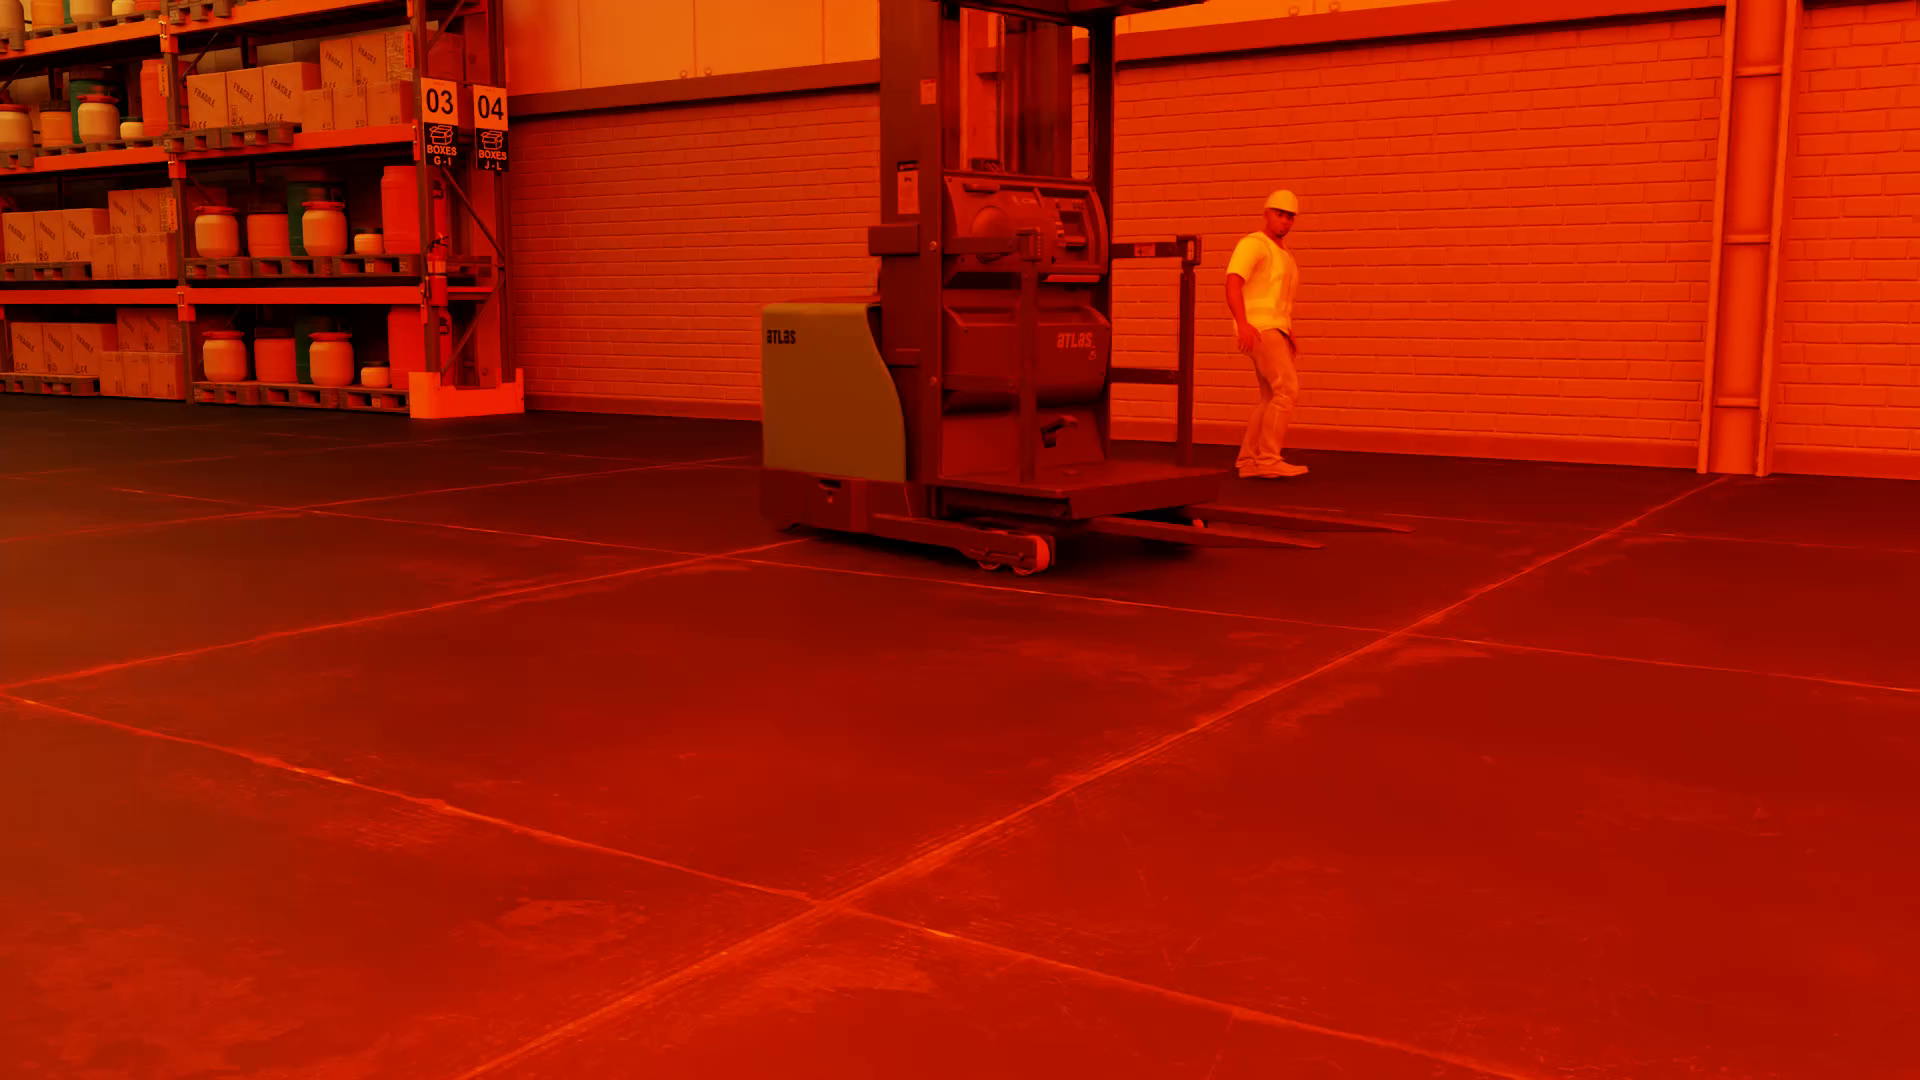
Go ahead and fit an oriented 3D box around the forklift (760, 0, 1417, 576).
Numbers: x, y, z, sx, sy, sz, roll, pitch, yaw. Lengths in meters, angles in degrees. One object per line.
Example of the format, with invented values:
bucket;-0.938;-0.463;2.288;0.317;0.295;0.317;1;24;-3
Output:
forklift;0.440;-1.390;6.968;1.130;2.935;3.031;-8;11;-43

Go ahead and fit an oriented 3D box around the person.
person;1.919;-1.238;10.082;0.506;1.755;0.780;4;9;25
